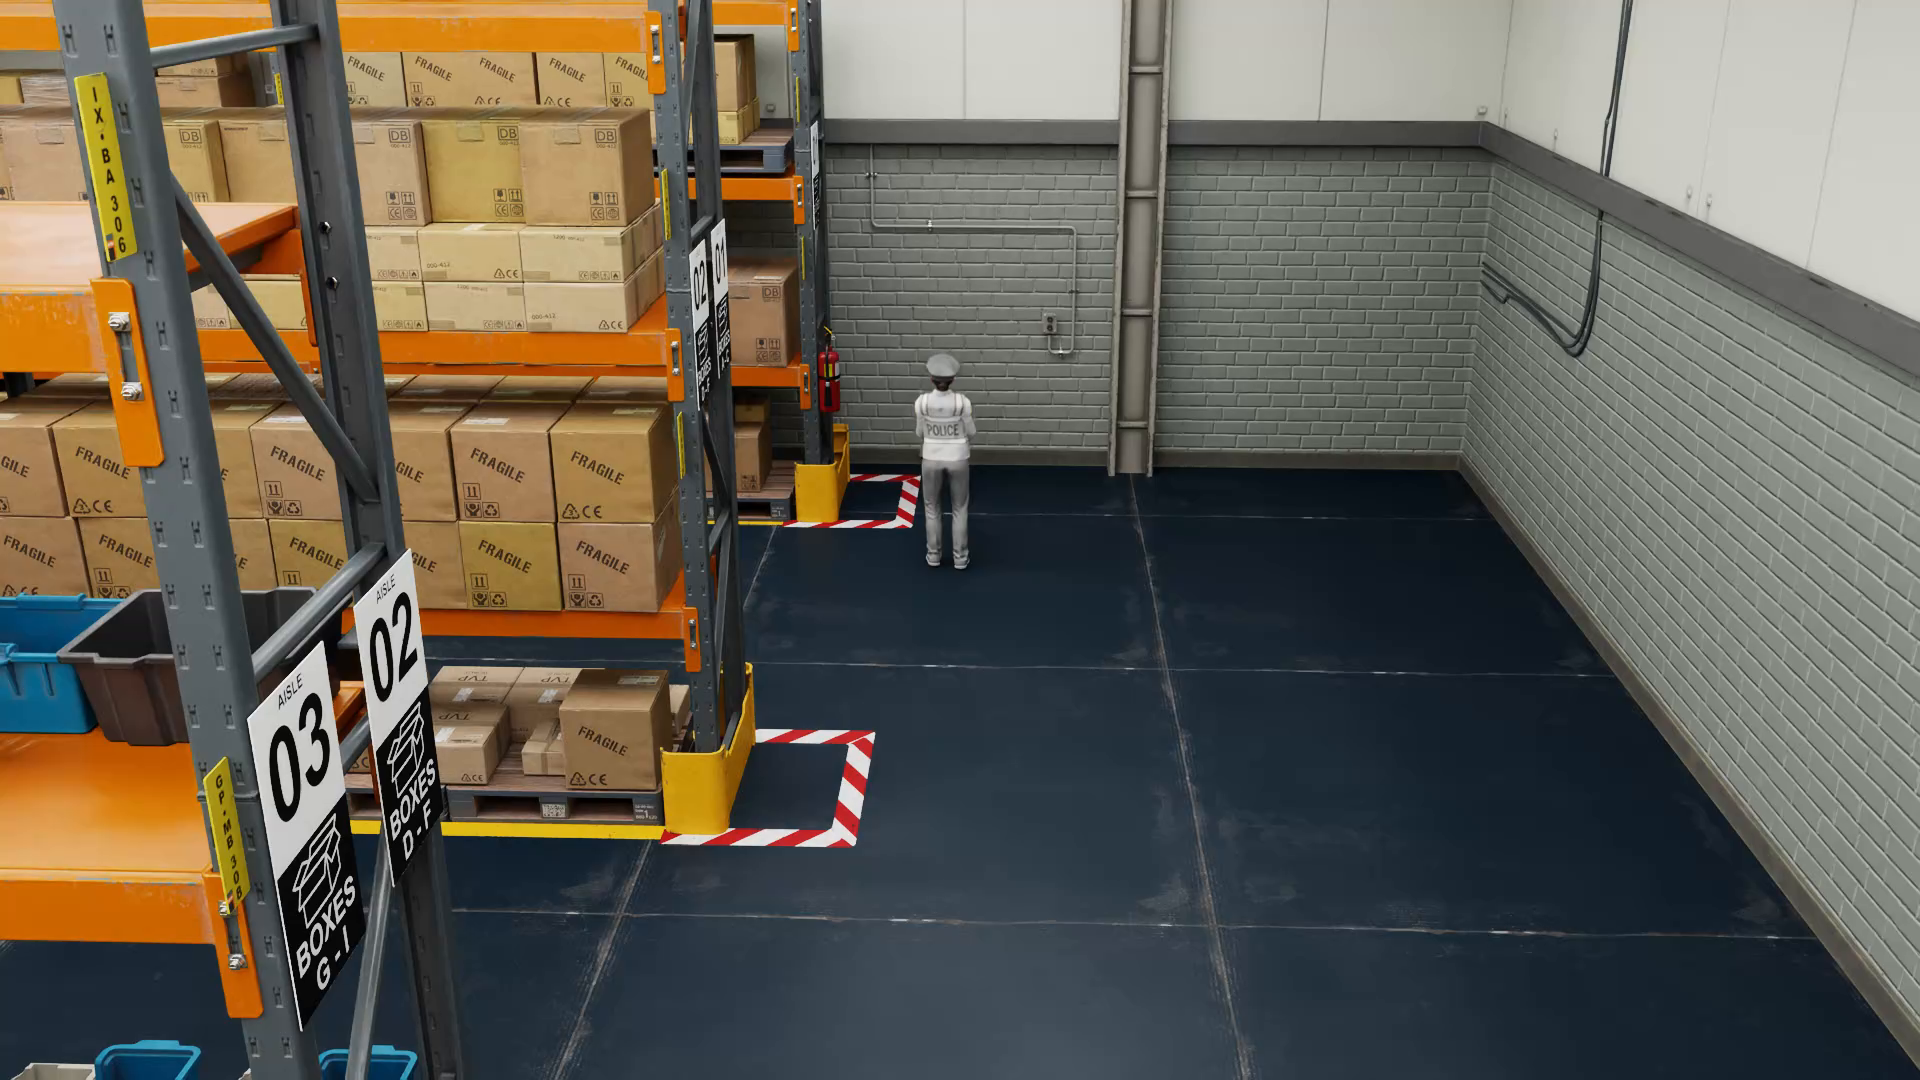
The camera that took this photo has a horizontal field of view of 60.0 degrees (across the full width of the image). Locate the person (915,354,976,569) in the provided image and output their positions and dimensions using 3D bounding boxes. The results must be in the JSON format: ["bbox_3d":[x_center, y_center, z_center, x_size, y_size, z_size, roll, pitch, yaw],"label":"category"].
[{"bbox_3d":[-0.105,-0.613,12.656,0.459,1.687,0.553,1,21,3],"label":"person"}]
